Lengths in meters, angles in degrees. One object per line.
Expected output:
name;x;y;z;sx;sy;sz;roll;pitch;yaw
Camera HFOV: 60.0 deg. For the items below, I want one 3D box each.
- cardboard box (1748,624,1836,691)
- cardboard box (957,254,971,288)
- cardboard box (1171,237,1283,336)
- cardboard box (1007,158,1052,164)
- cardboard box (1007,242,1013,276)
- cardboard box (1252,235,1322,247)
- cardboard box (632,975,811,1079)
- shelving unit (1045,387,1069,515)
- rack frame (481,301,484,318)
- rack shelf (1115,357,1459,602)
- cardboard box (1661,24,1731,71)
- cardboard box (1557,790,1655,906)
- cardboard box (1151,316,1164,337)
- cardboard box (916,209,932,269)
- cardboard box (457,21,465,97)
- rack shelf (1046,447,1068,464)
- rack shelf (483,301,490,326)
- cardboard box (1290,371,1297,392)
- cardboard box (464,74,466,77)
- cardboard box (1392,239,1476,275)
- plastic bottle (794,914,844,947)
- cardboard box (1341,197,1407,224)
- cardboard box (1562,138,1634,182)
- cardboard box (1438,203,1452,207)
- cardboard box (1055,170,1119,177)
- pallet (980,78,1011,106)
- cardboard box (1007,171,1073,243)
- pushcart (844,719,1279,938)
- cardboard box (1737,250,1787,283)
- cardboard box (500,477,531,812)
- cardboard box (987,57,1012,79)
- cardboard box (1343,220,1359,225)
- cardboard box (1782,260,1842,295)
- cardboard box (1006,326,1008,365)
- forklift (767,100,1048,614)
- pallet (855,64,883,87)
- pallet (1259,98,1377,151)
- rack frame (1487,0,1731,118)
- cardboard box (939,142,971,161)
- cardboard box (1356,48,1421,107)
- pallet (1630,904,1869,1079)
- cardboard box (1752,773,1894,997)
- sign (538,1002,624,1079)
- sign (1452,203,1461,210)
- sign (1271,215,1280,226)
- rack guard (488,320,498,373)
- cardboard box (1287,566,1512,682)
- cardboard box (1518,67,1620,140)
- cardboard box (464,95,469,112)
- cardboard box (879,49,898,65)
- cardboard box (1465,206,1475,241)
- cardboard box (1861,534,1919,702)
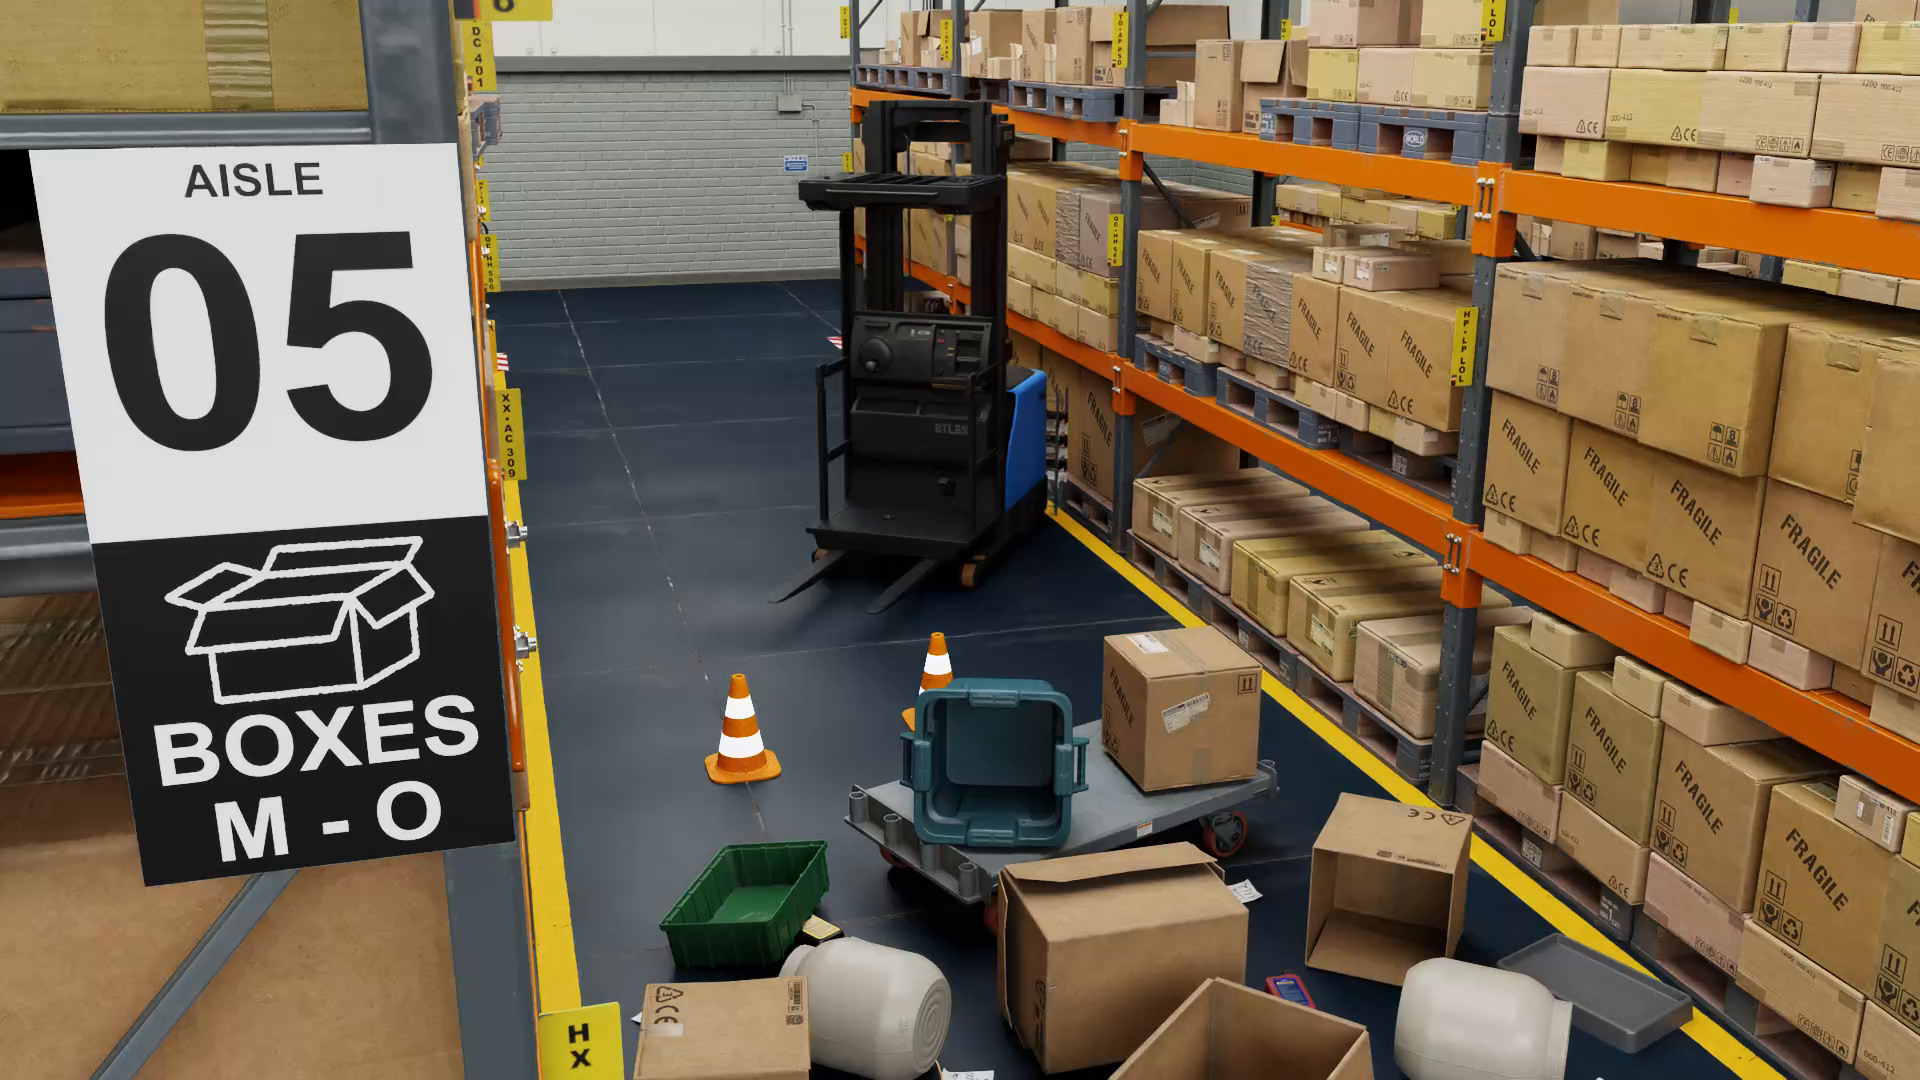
cardboard box;2.837;0.366;5.458;0.380;0.149;0.250;-5;17;-15
cardboard box;0.289;-2.288;14.115;0.500;0.250;0.500;-5;17;-17
cardboard box;1.572;-1.501;9.813;0.500;0.500;0.500;-4;17;-12
cardboard box;0.524;-3.180;14.912;0.500;0.500;0.500;-5;17;-15
cardboard box;0.555;-2.242;13.094;0.500;0.250;0.500;-4;17;-15
cardboard box;2.066;-1.541;9.948;0.500;0.500;0.500;-5;17;-16
cardboard box;-0.698;1.674;5.005;0.500;0.500;0.500;-2;17;-6
shelving unit;0.630;-0.651;12.056;0.258;0.900;0.210;7;18;21
rack frame;-3.211;-0.976;9.488;1.000;3.000;0.127;-5;17;-15
rack shelf;2.070;-0.498;9.146;1.077;0.370;4.000;-5;17;-15
cardboard box;2.603;-1.656;5.589;0.380;0.149;0.250;-5;17;-16
cardboard box;2.680;1.158;6.433;0.500;0.250;0.500;-4;17;-12
cardboard box;1.431;-1.372;10.512;0.380;0.149;0.250;-6;18;-18
cardboard box;-0.098;-2.800;15.386;0.500;0.500;0.500;-5;17;-17
cardboard box;-1.039;-0.814;2.573;0.500;0.250;0.500;-5;17;-16
rack shelf;0.630;-0.619;12.065;0.258;0.077;0.200;7;18;21
rack shelf;-3.760;-1.185;11.434;1.077;0.370;4.000;-5;17;-15
cardboard box;1.973;-0.855;8.791;0.380;0.149;0.250;-5;18;-17
cardboard box;-1.492;-1.148;4.379;0.380;0.149;0.250;-5;17;-15
cardboard box;2.433;-1.442;8.489;0.380;0.149;0.250;-4;17;-12
plastic bottle;-0.585;1.494;6.371;0.283;0.061;0.133;16;23;42
cardboard box;4.402;-3.507;17.656;0.500;0.250;0.500;-5;17;-17
cardboard box;2.486;-1.423;6.197;0.380;0.149;0.250;-5;17;-15
cardboard box;5.172;-3.263;16.844;0.500;0.250;0.500;-5;17;-16
cardboard box;1.056;-2.641;13.118;0.500;0.500;0.500;-4;17;-14
pallet;0.721;-3.597;13.333;0.805;0.209;1.217;-5;18;-17
cardboard box;0.568;-2.607;13.005;0.500;0.500;0.500;-5;17;-17
pushcart;0.442;1.161;6.932;1.648;0.377;0.936;-12;20;-34
cardboard box;6.301;-2.193;12.635;0.500;0.500;0.500;-4;17;-13
cardboard box;-1.340;0.231;3.330;0.875;0.550;0.550;-5;17;-15
cardboard box;0.433;-3.650;12.852;0.380;0.166;0.250;-6;18;-19
cardboard box;4.319;-3.338;17.786;0.380;0.149;0.250;-4;17;-14
cardboard box;6.155;-1.813;11.664;0.500;0.250;0.500;-5;17;-15
cardboard box;0.669;-1.520;14.263;0.875;0.875;0.875;-4;17;-14
forklift;-0.317;-1.222;10.427;1.130;2.935;3.031;5;18;17
pallet;-0.464;-4.798;17.152;1.003;0.211;1.213;-5;17;-15
pallet;2.265;-2.102;8.347;1.213;0.211;1.003;-5;17;-15
rack frame;2.620;-3.162;6.338;1.000;3.000;0.127;-5;17;-15
cardboard box;0.031;-3.400;14.516;0.380;0.149;0.250;-5;17;-16
cardboard box;2.186;-2.146;7.698;0.500;0.250;0.500;-4;17;-15
pallet;3.178;1.567;5.867;1.003;0.211;1.213;-5;17;-15
cardboard box;2.970;1.089;5.360;0.500;0.500;0.500;-5;17;-17
sign;-0.477;0.742;2.126;0.100;0.325;0.005;-5;17;-15
sign;4.673;-3.265;15.603;0.100;0.325;0.005;-5;17;-15
sign;2.040;-1.958;10.881;0.100;0.325;0.005;-5;17;-15
rack guard;-5.389;-1.971;17.145;1.175;0.500;0.348;-5;17;-15
cardboard box;2.273;0.425;8.662;0.950;0.372;0.625;-4;17;-12
cardboard box;2.478;-1.653;6.271;0.500;0.250;0.500;-5;17;-16
cardboard box;-1.007;-0.659;2.750;0.380;0.149;0.250;-5;17;-15
cardboard box;-0.600;-4.855;16.718;0.380;0.149;0.250;-4;17;-13
cardboard box;5.111;-2.993;15.299;0.700;0.500;0.500;-4;17;-14
cardboard box;3.038;0.221;4.812;0.500;0.500;0.500;-5;17;-16
